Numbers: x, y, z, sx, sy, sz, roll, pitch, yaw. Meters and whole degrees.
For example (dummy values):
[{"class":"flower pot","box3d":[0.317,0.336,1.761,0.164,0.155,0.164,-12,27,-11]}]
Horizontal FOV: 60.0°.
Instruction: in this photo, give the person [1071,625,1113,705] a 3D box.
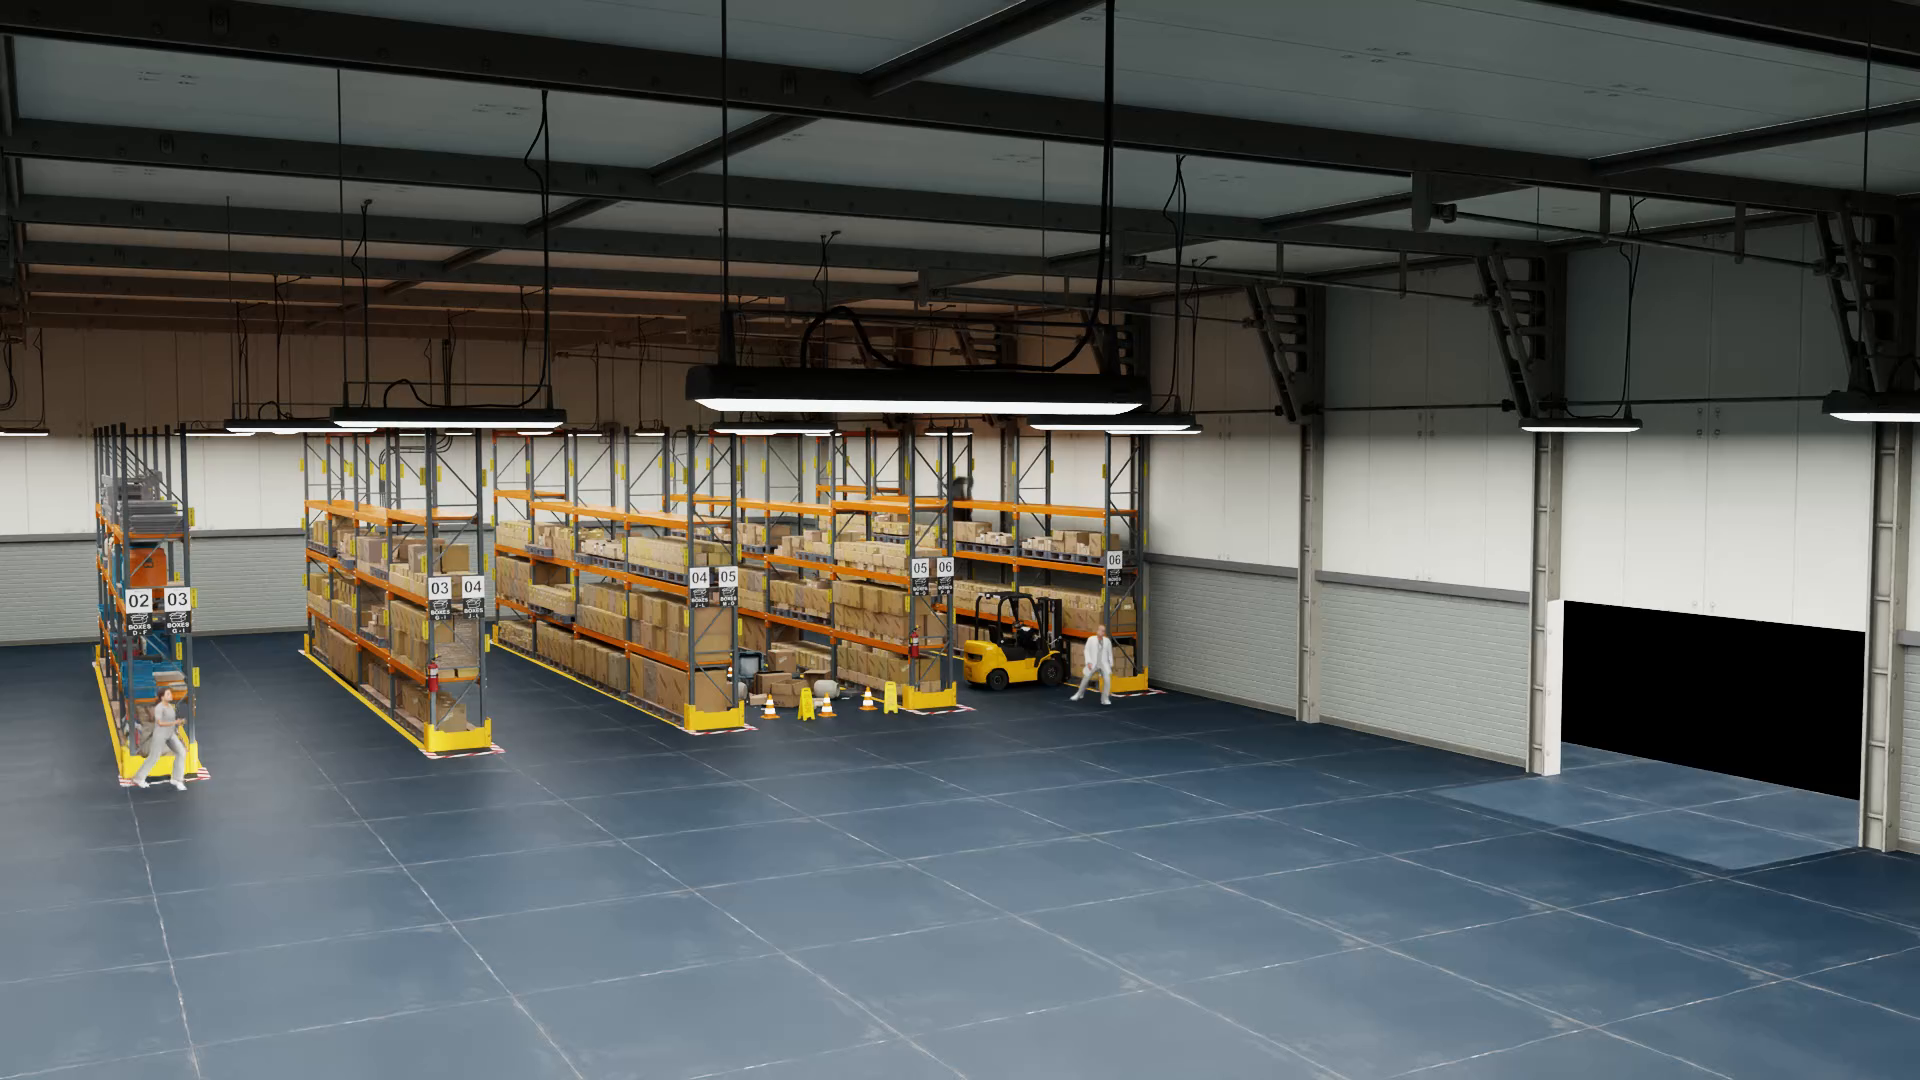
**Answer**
[{"class":"person","box3d":[2.867,2.686,35.982,0.903,1.706,0.781,0,3,-4]}]

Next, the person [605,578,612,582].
[{"class":"person","box3d":[-9.789,1.965,47.545,0.854,1.773,0.613,0,3,7]}]

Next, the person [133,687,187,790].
[{"class":"person","box3d":[-13.027,3.251,27.124,0.889,1.701,0.555,1,3,8]}]
